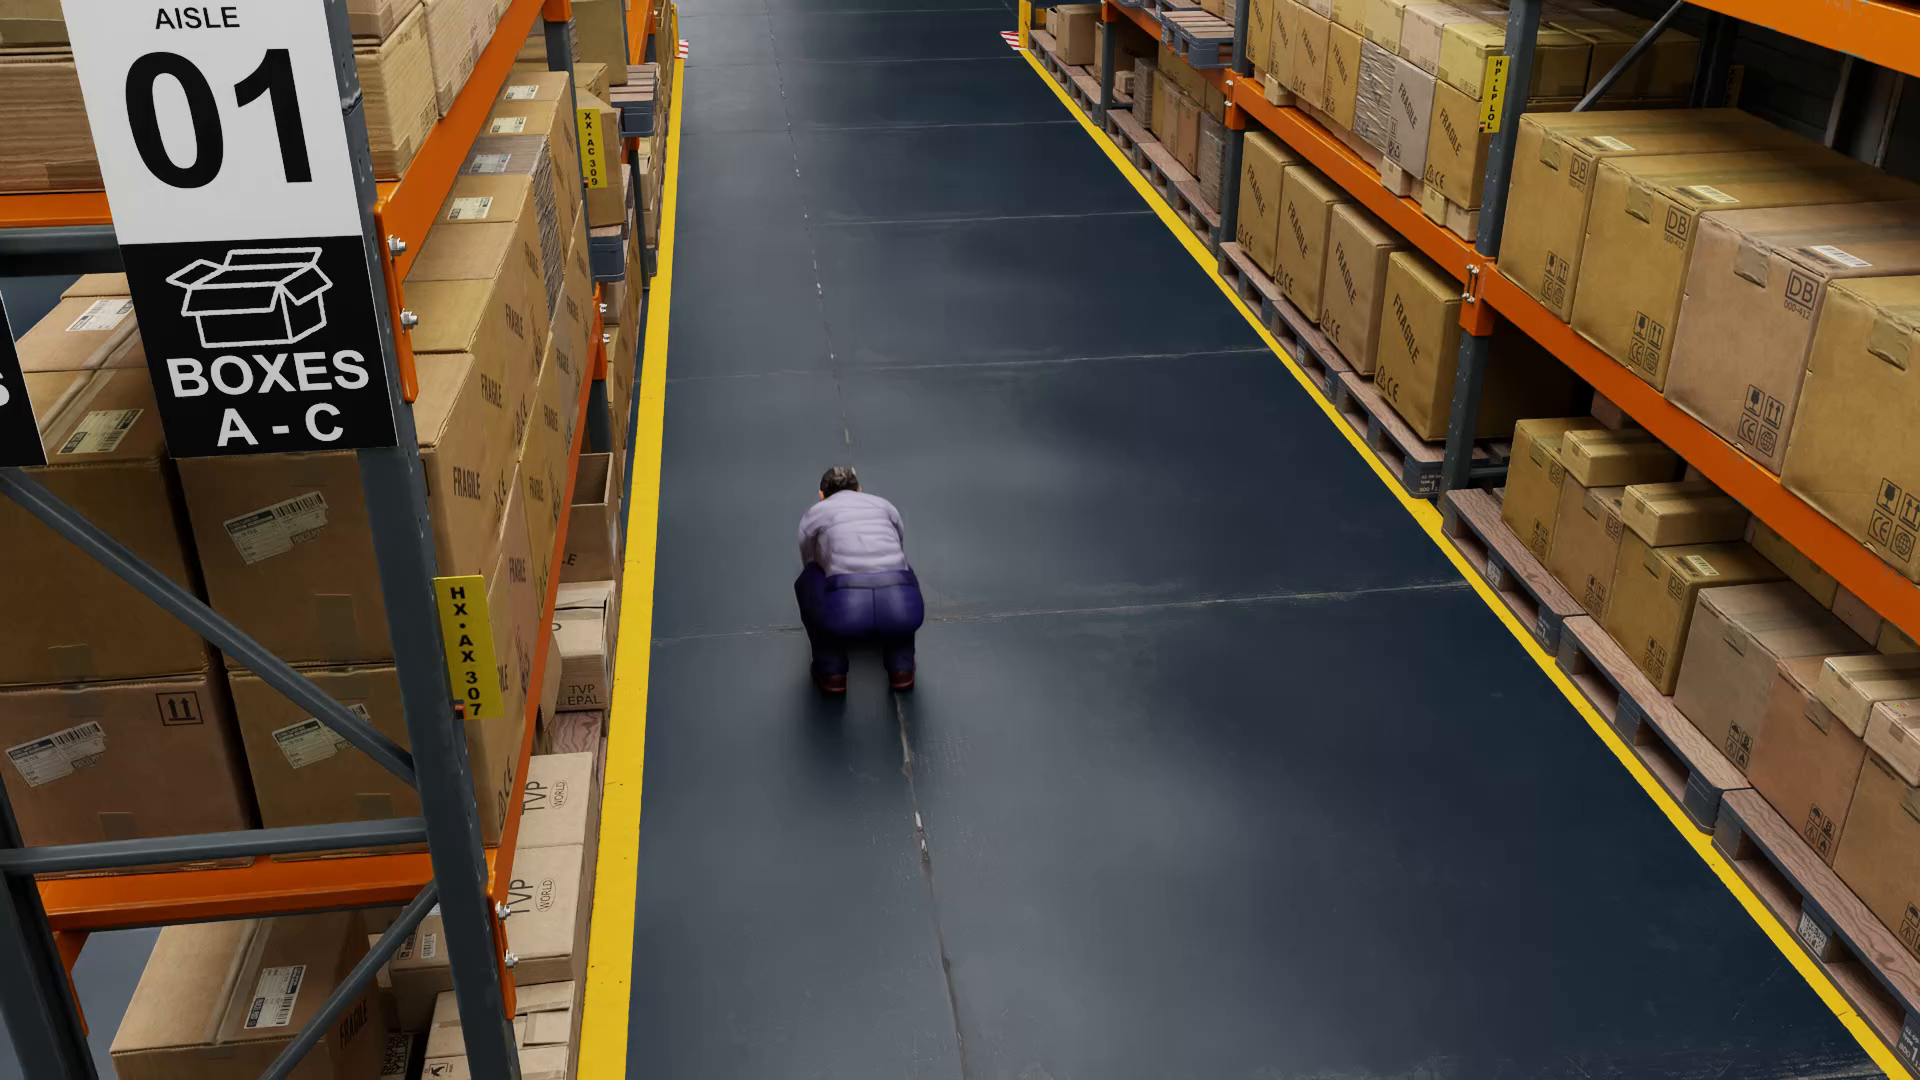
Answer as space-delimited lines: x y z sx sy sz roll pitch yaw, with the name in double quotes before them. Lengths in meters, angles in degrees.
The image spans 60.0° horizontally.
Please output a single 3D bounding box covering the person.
"person" -0.418 0.200 6.824 0.517 0.760 0.866 -4 28 -8
